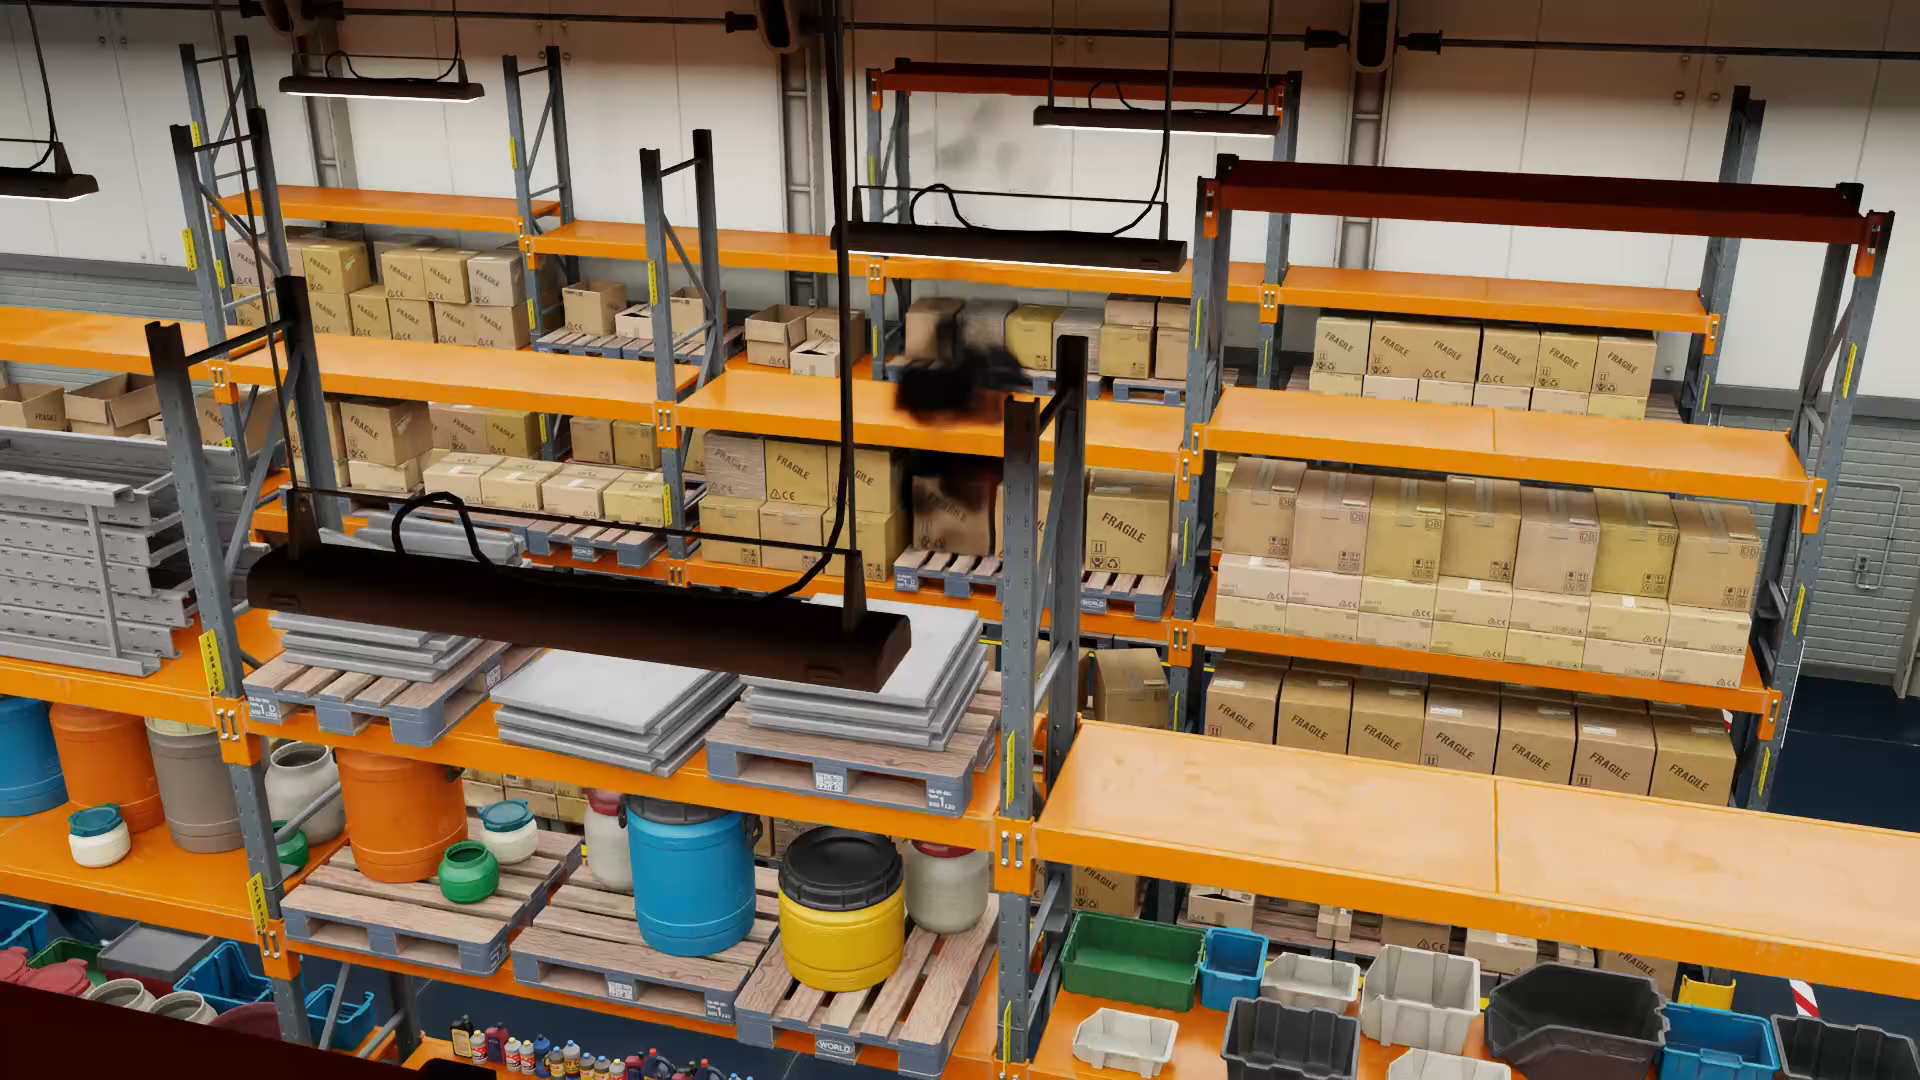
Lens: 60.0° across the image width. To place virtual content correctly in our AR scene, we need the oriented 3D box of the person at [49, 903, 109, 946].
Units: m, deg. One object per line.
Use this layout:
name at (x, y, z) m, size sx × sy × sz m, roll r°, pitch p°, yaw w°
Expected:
person at (-6.739, 2.578, 12.501) m, size 0.613 × 1.569 × 0.539 m, roll 8°, pitch 24°, yaw 18°
